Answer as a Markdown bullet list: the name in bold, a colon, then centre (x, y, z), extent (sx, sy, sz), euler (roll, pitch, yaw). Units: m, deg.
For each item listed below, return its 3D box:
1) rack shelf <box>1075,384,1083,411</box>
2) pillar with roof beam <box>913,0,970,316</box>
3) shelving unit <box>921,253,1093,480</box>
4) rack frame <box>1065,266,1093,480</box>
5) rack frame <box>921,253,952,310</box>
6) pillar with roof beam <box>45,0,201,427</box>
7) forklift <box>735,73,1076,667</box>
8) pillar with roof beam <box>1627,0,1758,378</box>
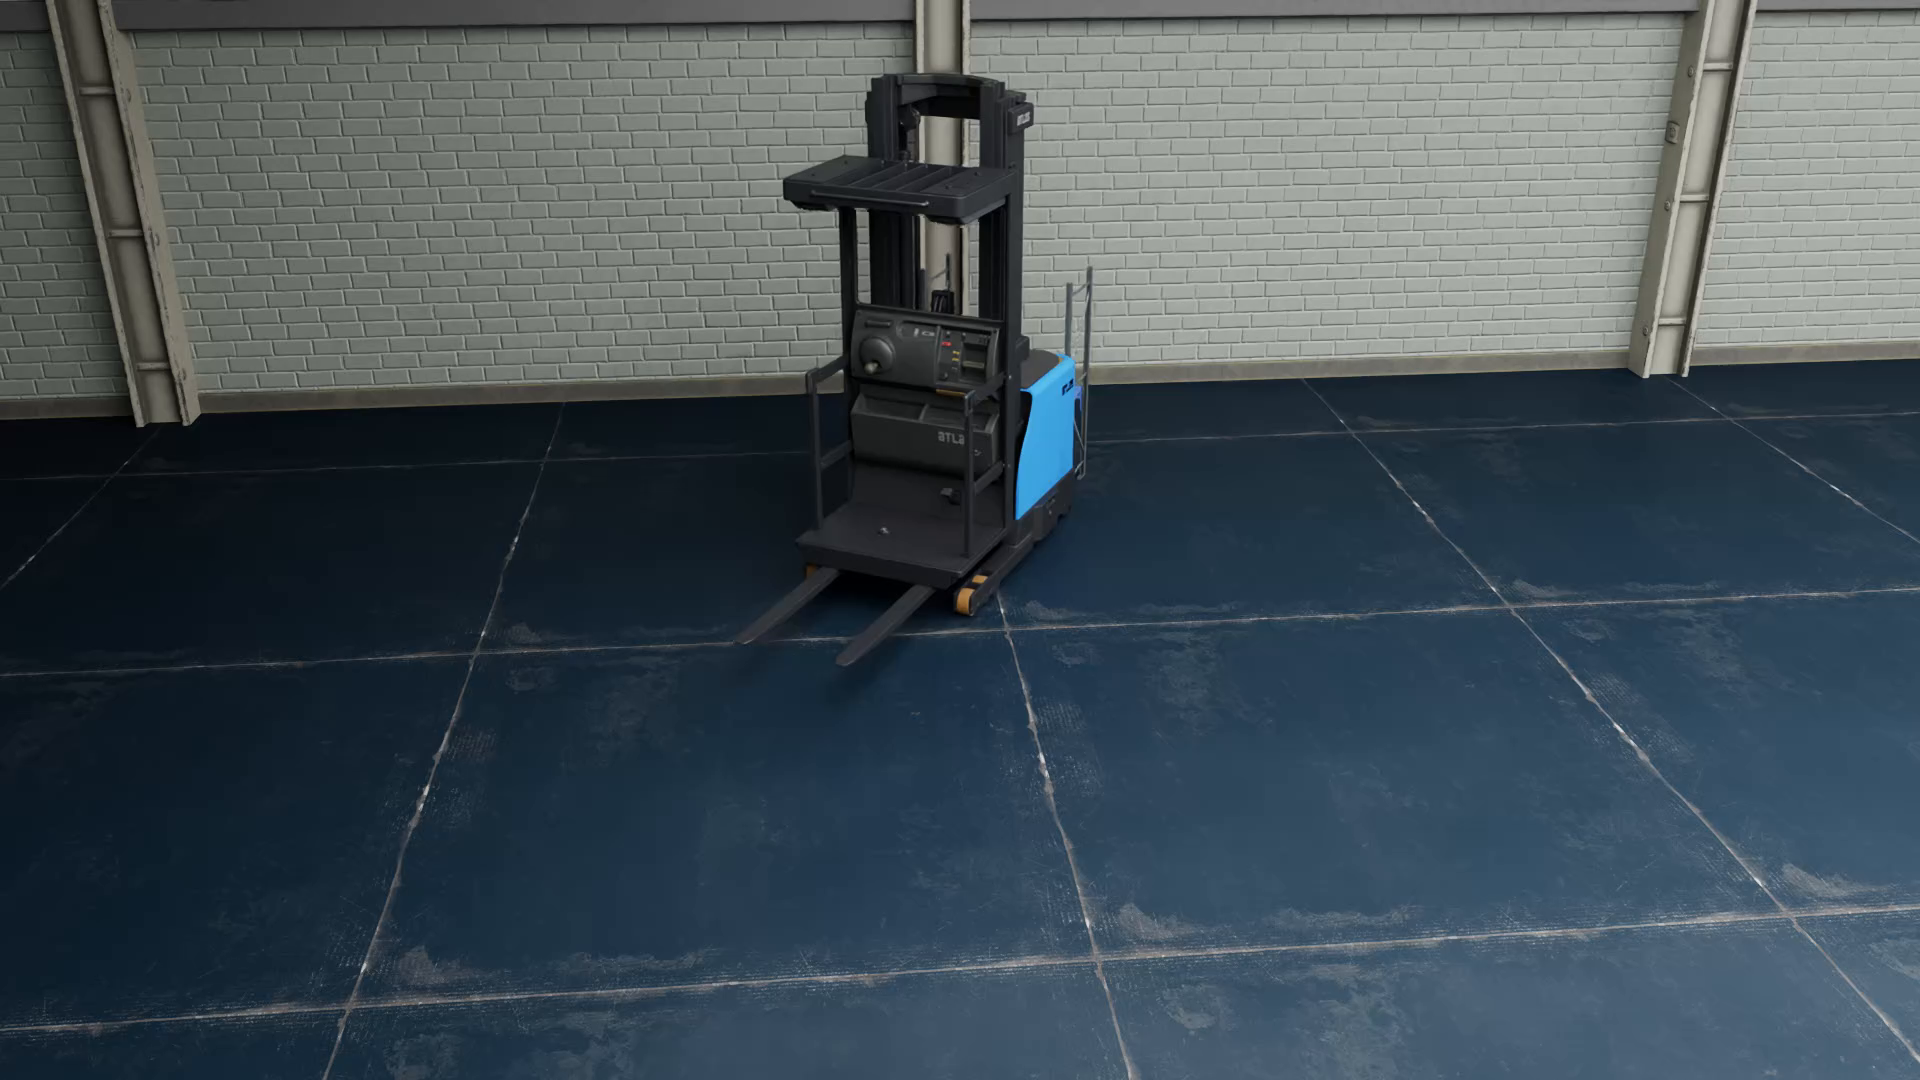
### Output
- **rack shelf**: centre (0.314, -0.974, 11.527), extent (1.000, 0.185, 0.538), euler (9, 24, 19)
- **pillar with roof beam**: centre (0.286, -3.544, 7.644), extent (0.400, 9.000, 9.100), euler (-2, 24, -5)
- **shelving unit**: centre (0.315, -1.139, 11.456), extent (1.048, 1.500, 0.538), euler (9, 24, 19)
- **rack frame**: centre (0.790, -1.066, 11.291), extent (0.032, 1.500, 0.500), euler (9, 24, 19)
- **rack frame**: centre (-0.160, -1.213, 11.622), extent (0.032, 1.500, 0.500), euler (9, 24, 19)
- **pillar with roof beam**: centre (-5.685, -3.305, 7.105), extent (0.400, 9.000, 9.100), euler (-2, 24, -5)
- **forklift**: centre (-0.295, -1.092, 9.598), extent (1.130, 2.935, 3.031), euler (10, 26, 22)
- **pillar with roof beam**: centre (6.257, -3.784, 8.183), extent (0.400, 9.000, 9.100), euler (-2, 24, -5)
